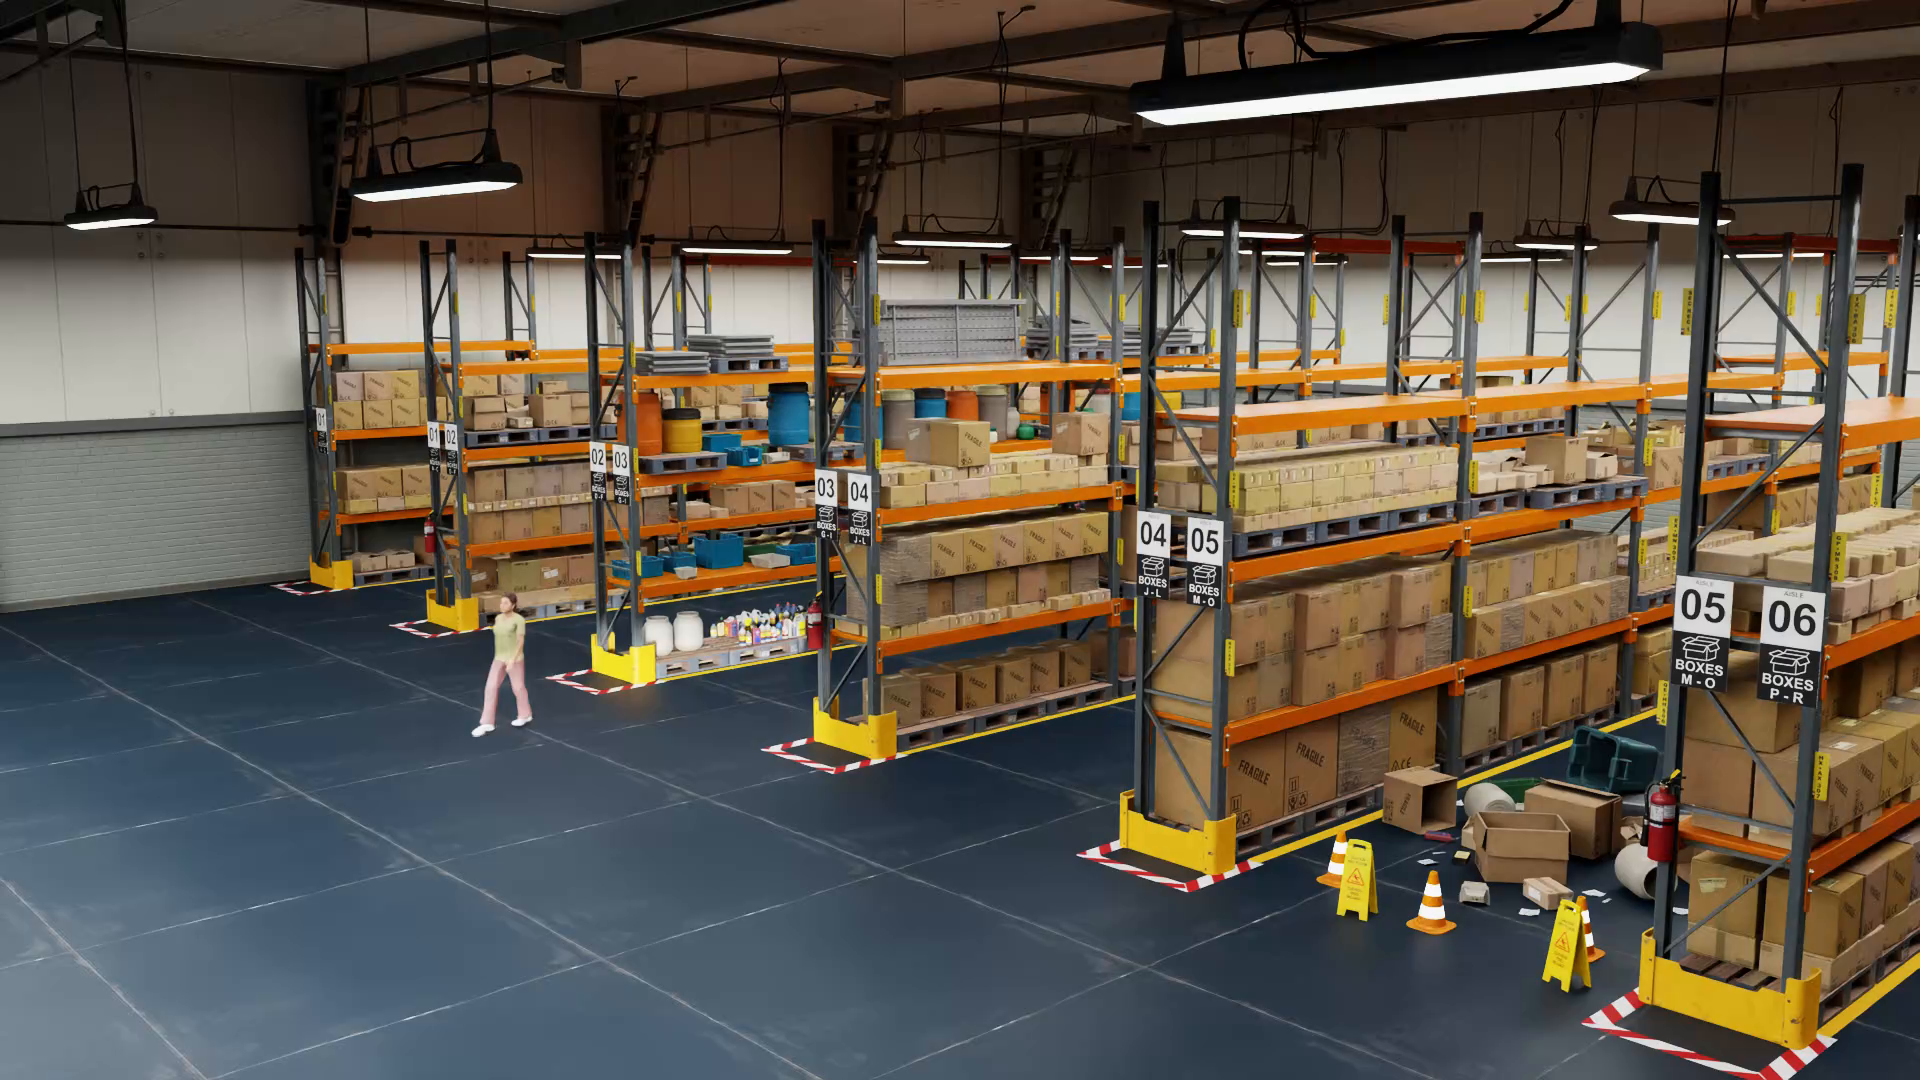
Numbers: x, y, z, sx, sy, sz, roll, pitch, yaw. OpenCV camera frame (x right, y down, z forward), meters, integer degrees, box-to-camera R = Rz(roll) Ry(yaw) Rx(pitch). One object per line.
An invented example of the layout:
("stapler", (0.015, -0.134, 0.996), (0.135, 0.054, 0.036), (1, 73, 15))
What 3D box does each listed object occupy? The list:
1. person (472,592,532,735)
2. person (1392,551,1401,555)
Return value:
("person", (-5.421, 1.447, 19.777), (0.484, 1.644, 0.821), (2, 9, 16))
("person", (6.077, 0.884, 23.392), (0.534, 1.704, 1.099), (8, 12, 43))
